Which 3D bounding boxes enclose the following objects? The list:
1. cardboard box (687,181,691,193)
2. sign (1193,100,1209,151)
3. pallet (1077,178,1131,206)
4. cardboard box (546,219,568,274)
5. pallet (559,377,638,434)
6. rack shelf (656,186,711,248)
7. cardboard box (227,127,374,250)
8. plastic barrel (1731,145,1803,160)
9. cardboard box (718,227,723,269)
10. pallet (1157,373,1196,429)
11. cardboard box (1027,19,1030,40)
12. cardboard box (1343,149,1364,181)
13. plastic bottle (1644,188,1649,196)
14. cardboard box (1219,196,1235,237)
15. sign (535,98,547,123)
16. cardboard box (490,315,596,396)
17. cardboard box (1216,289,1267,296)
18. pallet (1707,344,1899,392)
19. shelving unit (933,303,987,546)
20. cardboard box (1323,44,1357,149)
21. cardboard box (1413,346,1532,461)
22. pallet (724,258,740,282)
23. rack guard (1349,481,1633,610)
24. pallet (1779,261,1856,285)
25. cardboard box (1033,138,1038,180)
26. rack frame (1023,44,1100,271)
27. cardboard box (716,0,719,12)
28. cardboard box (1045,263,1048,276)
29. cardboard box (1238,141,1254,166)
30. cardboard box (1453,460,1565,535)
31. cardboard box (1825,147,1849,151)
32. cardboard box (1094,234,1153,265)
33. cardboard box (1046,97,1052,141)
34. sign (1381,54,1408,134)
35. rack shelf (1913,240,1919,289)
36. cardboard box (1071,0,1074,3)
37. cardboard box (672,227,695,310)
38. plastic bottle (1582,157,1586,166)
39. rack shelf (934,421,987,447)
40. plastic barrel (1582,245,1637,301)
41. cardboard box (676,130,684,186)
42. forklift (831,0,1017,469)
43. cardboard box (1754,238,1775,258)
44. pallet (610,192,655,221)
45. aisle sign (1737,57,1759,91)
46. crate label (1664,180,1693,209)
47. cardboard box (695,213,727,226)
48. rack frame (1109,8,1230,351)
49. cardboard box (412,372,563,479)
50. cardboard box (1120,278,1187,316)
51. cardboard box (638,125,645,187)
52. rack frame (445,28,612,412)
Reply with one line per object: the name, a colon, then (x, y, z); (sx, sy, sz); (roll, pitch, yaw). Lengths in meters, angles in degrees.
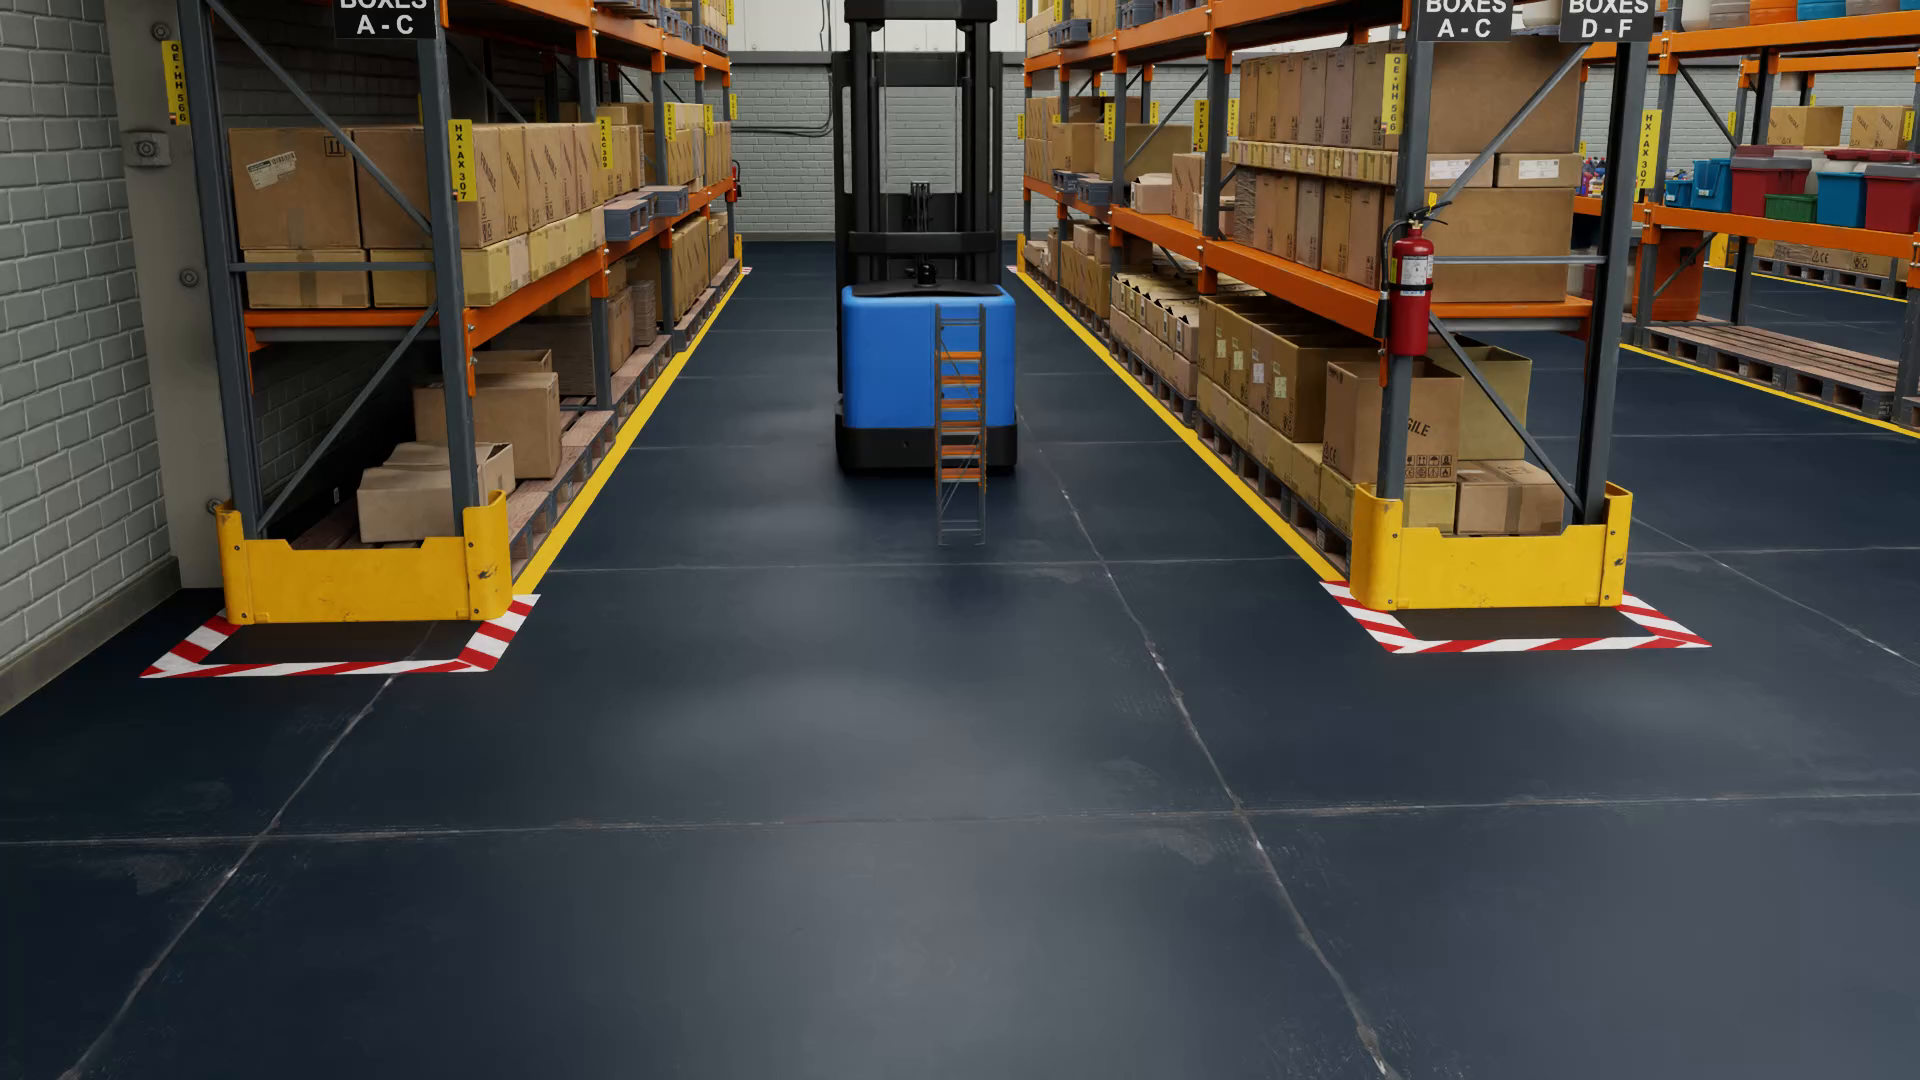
cardboard box: (-2.983, -3.661, 17.198); (0.380, 0.149, 0.250); (-1, 14, -3)
sign: (1.578, -2.706, 10.859); (0.100, 0.325, 0.005); (-1, 14, -3)
pallet: (1.759, -3.264, 15.576); (1.213, 0.211, 1.003); (-1, 14, -3)
cardboard box: (-2.392, -1.567, 8.857); (0.500, 0.250, 0.500); (-1, 14, -3)
pallet: (-2.875, -0.960, 11.834); (1.003, 0.211, 1.213); (-1, 14, -3)
rack shelf: (-3.197, -3.261, 16.623); (1.077, 0.370, 4.000); (-1, 14, -3)
cardboard box: (-2.818, -1.536, 7.233); (0.500, 0.500, 0.500); (-1, 14, -4)
plastic barrel: (7.146, -3.220, 14.748); (0.600, 0.536, 0.708); (-1, 14, -3)
cardboard box: (-3.362, -3.672, 20.952); (0.700, 0.500, 0.500); (-1, 14, -5)
pallet: (2.034, -1.027, 12.092); (1.003, 0.211, 1.213); (-1, 14, -3)
cardboard box: (1.148, -6.669, 21.705); (0.500, 0.250, 0.500); (-1, 14, -3)
cardboard box: (2.106, -1.845, 8.177); (0.380, 0.149, 0.250); (-1, 14, -3)
plastic bottle: (7.025, -3.662, 16.989); (0.152, 0.276, 0.135); (-1, 14, -3)
cardboard box: (2.045, -2.243, 11.527); (0.500, 0.250, 0.500); (0, 14, 0)
sign: (-3.627, -3.663, 14.420); (0.100, 0.325, 0.005); (-1, 14, -3)
cardboard box: (-2.887, -1.302, 11.701); (0.700, 0.500, 0.500); (0, 14, -2)
cardboard box: (2.246, -1.827, 13.156); (0.500, 0.311, 0.500); (0, 14, -2)
pallet: (6.897, -1.418, 13.615); (1.003, 0.211, 1.213); (-1, 14, -3)
shelving unit: (0.001, -0.577, 8.363); (0.258, 1.200, 0.189); (-1, 14, -3)
cardboard box: (2.277, -2.262, 8.493); (0.700, 0.500, 0.500); (-1, 14, -3)
cardboard box: (2.523, -0.696, 8.380); (0.500, 0.500, 0.500); (-1, 14, -3)
pallet: (-3.441, -3.553, 21.913); (1.003, 0.211, 1.213); (-1, 14, -3)
rack guard: (2.368, 0.017, 7.457); (1.175, 0.500, 0.348); (-1, 14, -3)
pallet: (11.463, -3.480, 21.628); (1.003, 0.211, 1.213); (-1, 14, -3)
cardboard box: (1.205, -4.860, 21.193); (0.500, 0.500, 0.500); (-1, 14, -4)
rack frame: (1.376, -5.179, 22.634); (1.000, 3.000, 0.127); (-1, 14, -3)
cardboard box: (-3.190, -6.664, 20.141); (0.500, 0.500, 0.500); (-2, 15, -6)
cardboard box: (1.222, -3.246, 19.961); (0.380, 0.149, 0.250); (-1, 14, -3)
cardboard box: (1.958, -2.425, 10.428); (0.380, 0.149, 0.250); (-1, 14, -3)
cardboard box: (2.556, -0.208, 7.991); (0.500, 0.250, 0.500); (-1, 14, -3)
cardboard box: (11.155, -4.769, 20.745); (0.500, 0.250, 0.500); (-1, 14, -2)
cardboard box: (1.571, -2.798, 16.009); (0.500, 0.250, 0.500); (0, 14, -1)
cardboard box: (1.299, -4.966, 19.599); (0.500, 0.500, 0.500); (-1, 14, -5)
sign: (1.824, -1.870, 6.976); (0.100, 0.325, 0.005); (-1, 14, -3)
rack shelf: (7.187, -1.424, 9.485); (1.077, 0.370, 4.000); (-1, 14, -3)
cardboard box: (1.555, -6.290, 18.725); (0.700, 0.500, 0.500); (-1, 14, -3)
cardboard box: (-3.035, -2.677, 16.382); (0.750, 0.750, 0.750); (-1, 14, -4)
plastic bottle: (6.807, -4.010, 18.190); (0.144, 0.351, 0.185); (-1, 14, -3)
rack shelf: (0.001, -0.534, 8.374); (0.258, 0.103, 0.180); (-1, 14, -3)
plastic barrel: (6.698, -2.702, 17.006); (0.600, 0.588, 0.708); (-1, 14, -3)
cardboard box: (-2.871, -3.569, 15.540); (0.500, 0.500, 0.500); (0, 14, -2)
forklift: (-0.291, -2.162, 11.048); (1.130, 2.935, 3.031); (-1, 14, -4)
cardboard box: (11.383, -4.347, 22.823); (0.875, 0.875, 0.875); (-1, 14, -3)
pallet: (-2.909, -2.527, 12.713); (1.003, 0.211, 1.213); (-1, 14, -3)
aisle sign: (10.959, -6.603, 22.952); (0.394, 0.787, 0.004); (-1, 14, -3)
crate label: (6.467, -3.073, 14.786); (0.303, 0.233, 0.416); (-1, 14, -3)
cardboard box: (-3.219, -4.143, 21.481); (0.380, 0.149, 0.250); (0, 14, -2)
rack frame: (1.871, -3.189, 14.901); (1.000, 3.000, 0.127); (-1, 14, -3)
cardboard box: (-2.561, -0.623, 9.062); (0.700, 0.500, 0.500); (-2, 15, -7)
cardboard box: (1.651, -2.067, 14.091); (0.500, 0.311, 0.500); (-1, 14, -5)
cardboard box: (-3.034, -3.256, 14.079); (0.700, 0.500, 0.500); (-3, 15, -10)
rack frame: (-2.825, -2.117, 10.734); (1.000, 3.000, 0.127); (-1, 14, -3)
